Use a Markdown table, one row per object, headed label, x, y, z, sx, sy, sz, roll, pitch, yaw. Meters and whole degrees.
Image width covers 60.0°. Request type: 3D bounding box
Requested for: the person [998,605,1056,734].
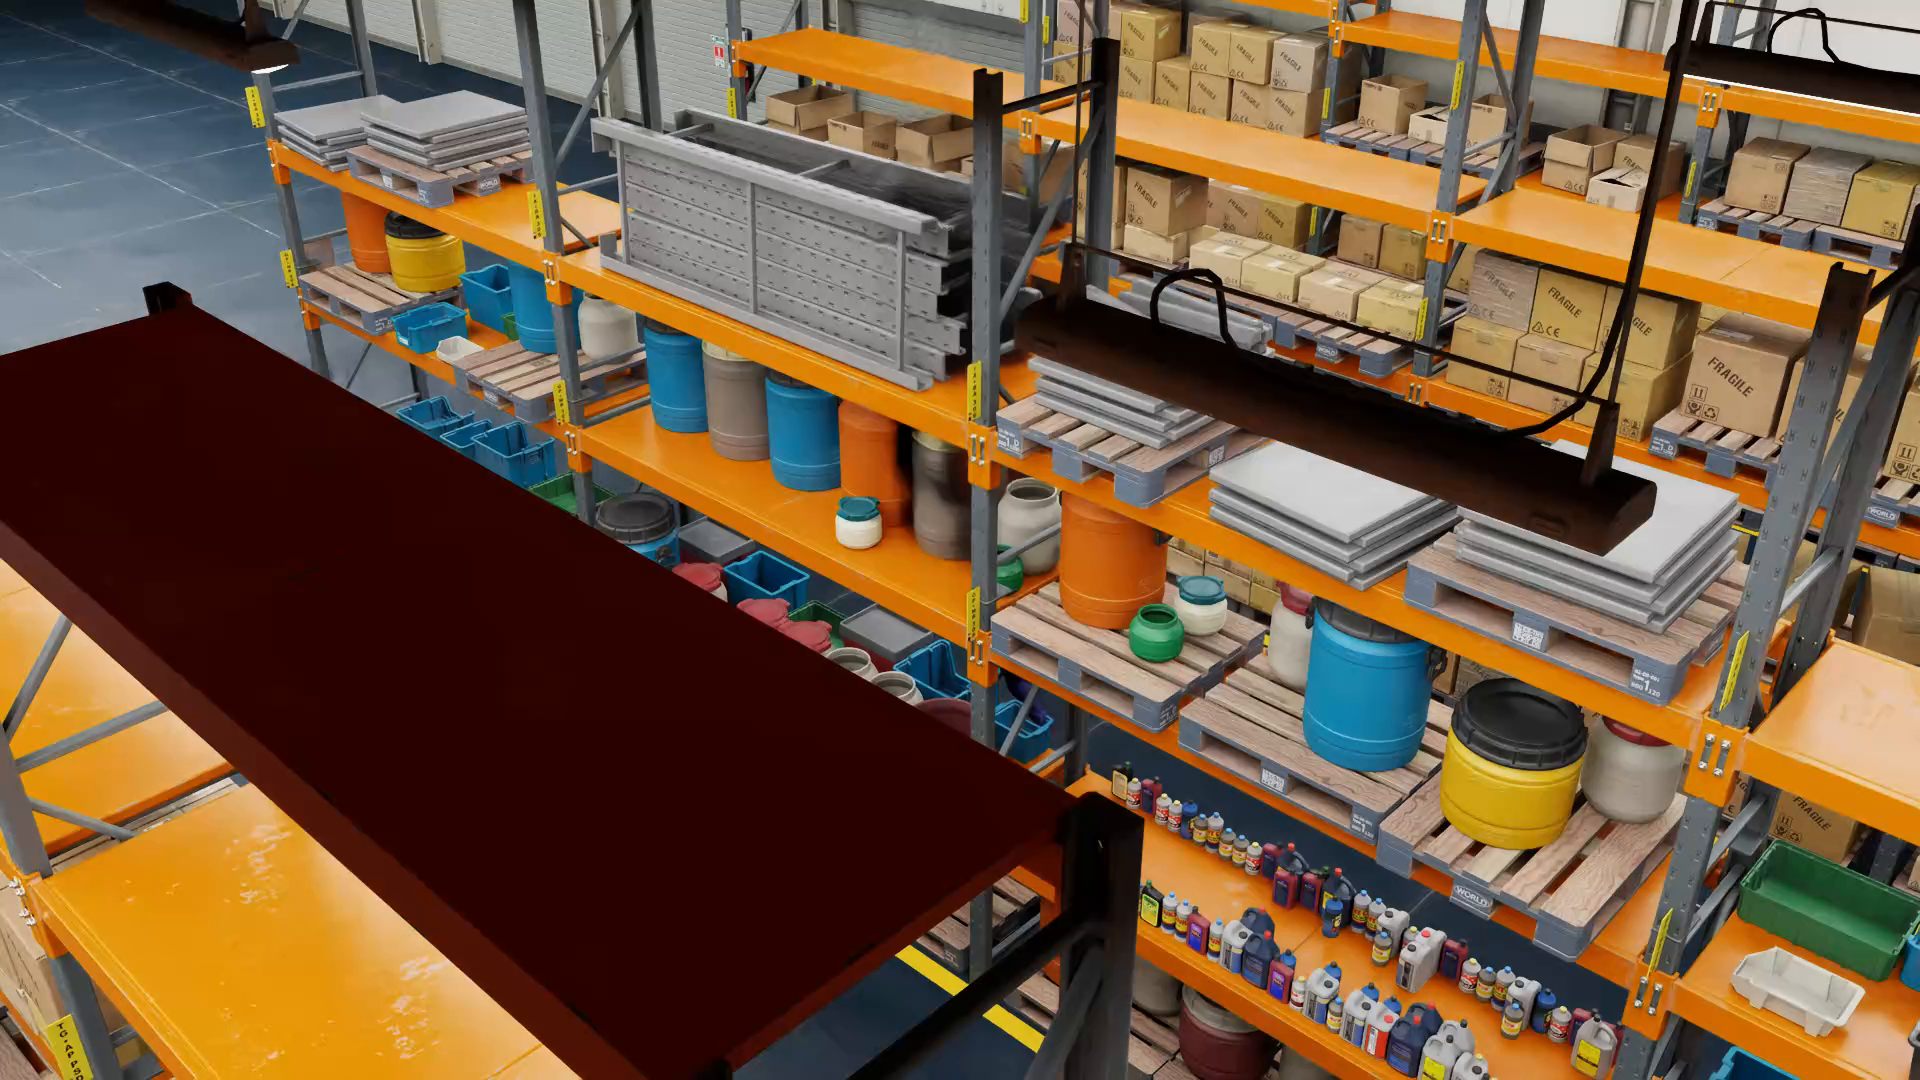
| label | x | y | z | sx | sy | sz | roll | pitch | yaw |
| --- | --- | --- | --- | --- | --- | --- | --- | --- | --- |
| person | 0.357 | 0.867 | 12.976 | 0.873 | 1.642 | 0.606 | 20 | 35 | 32 |
